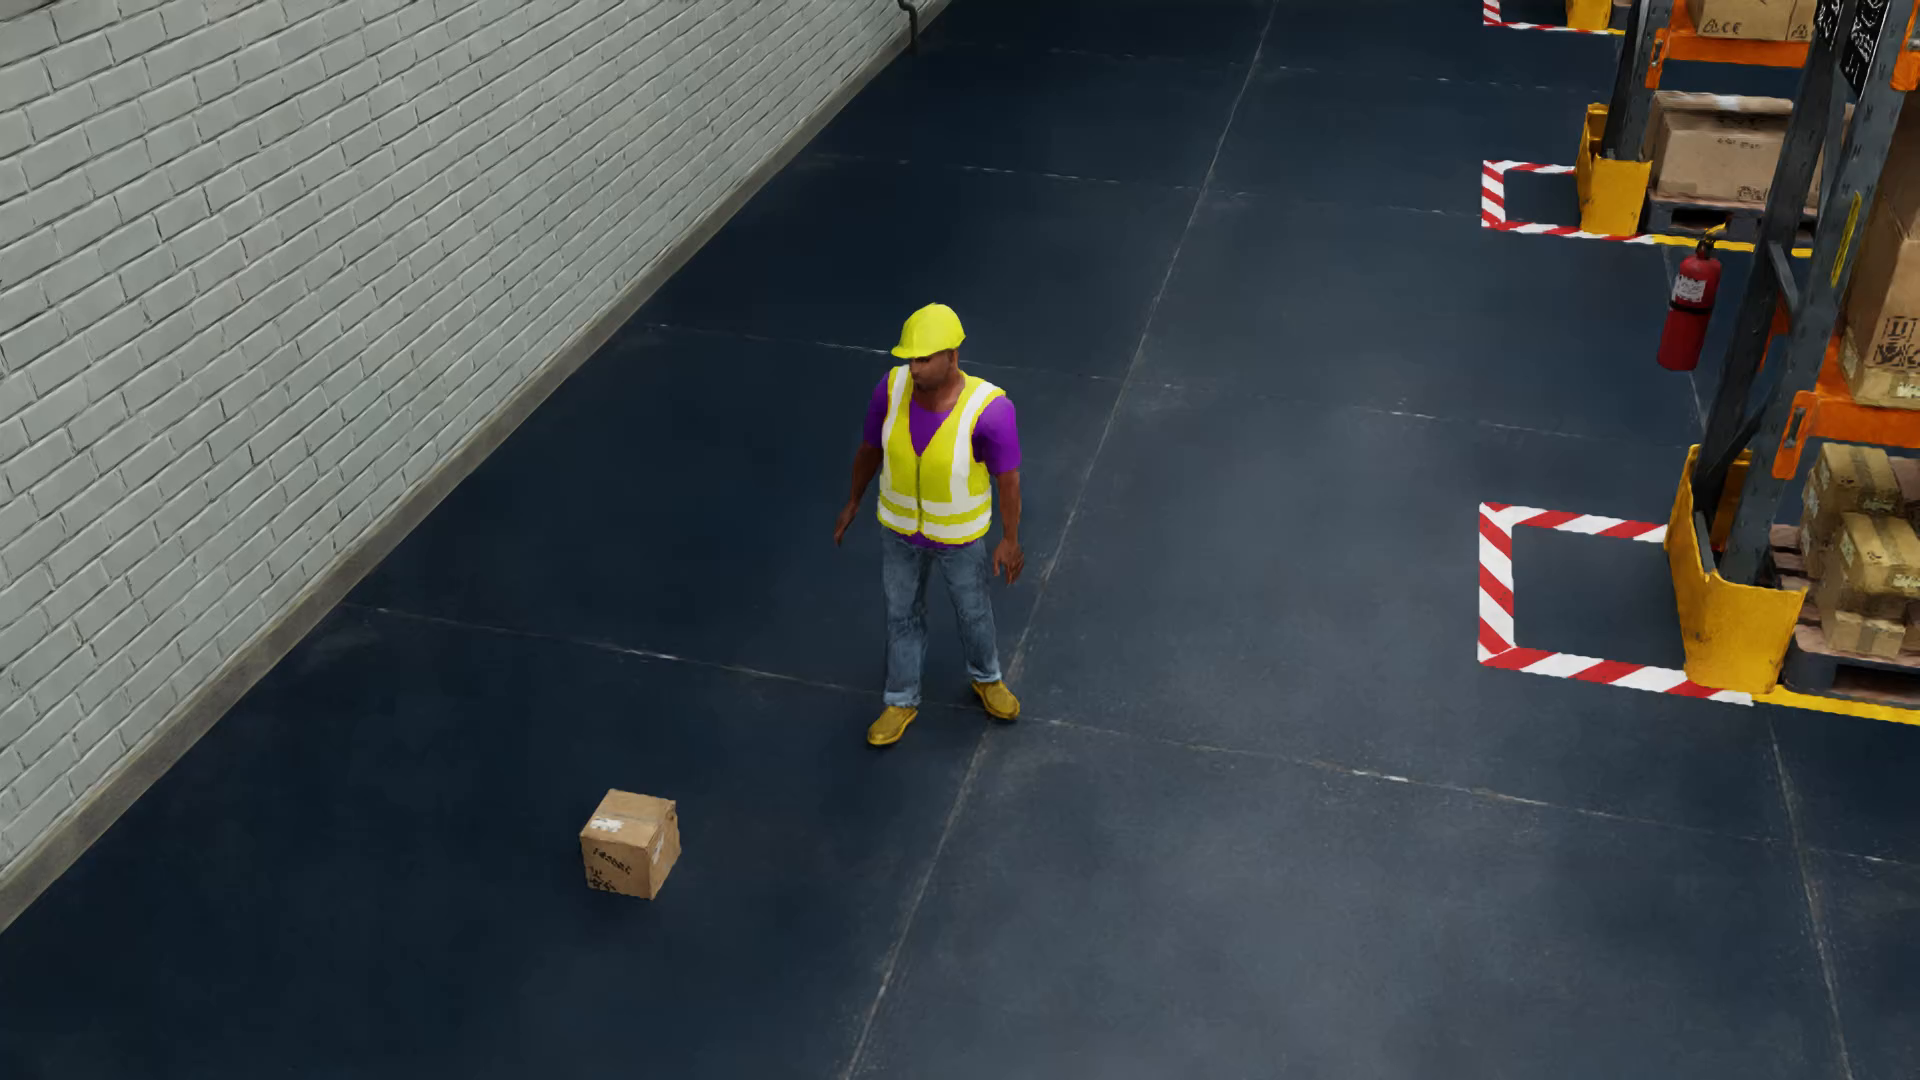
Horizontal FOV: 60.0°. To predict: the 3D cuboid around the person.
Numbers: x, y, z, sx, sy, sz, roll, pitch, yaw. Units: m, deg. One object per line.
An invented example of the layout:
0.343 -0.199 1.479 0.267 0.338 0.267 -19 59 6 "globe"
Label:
-0.130 -0.041 6.158 0.738 1.768 0.582 10 34 16 "person"
